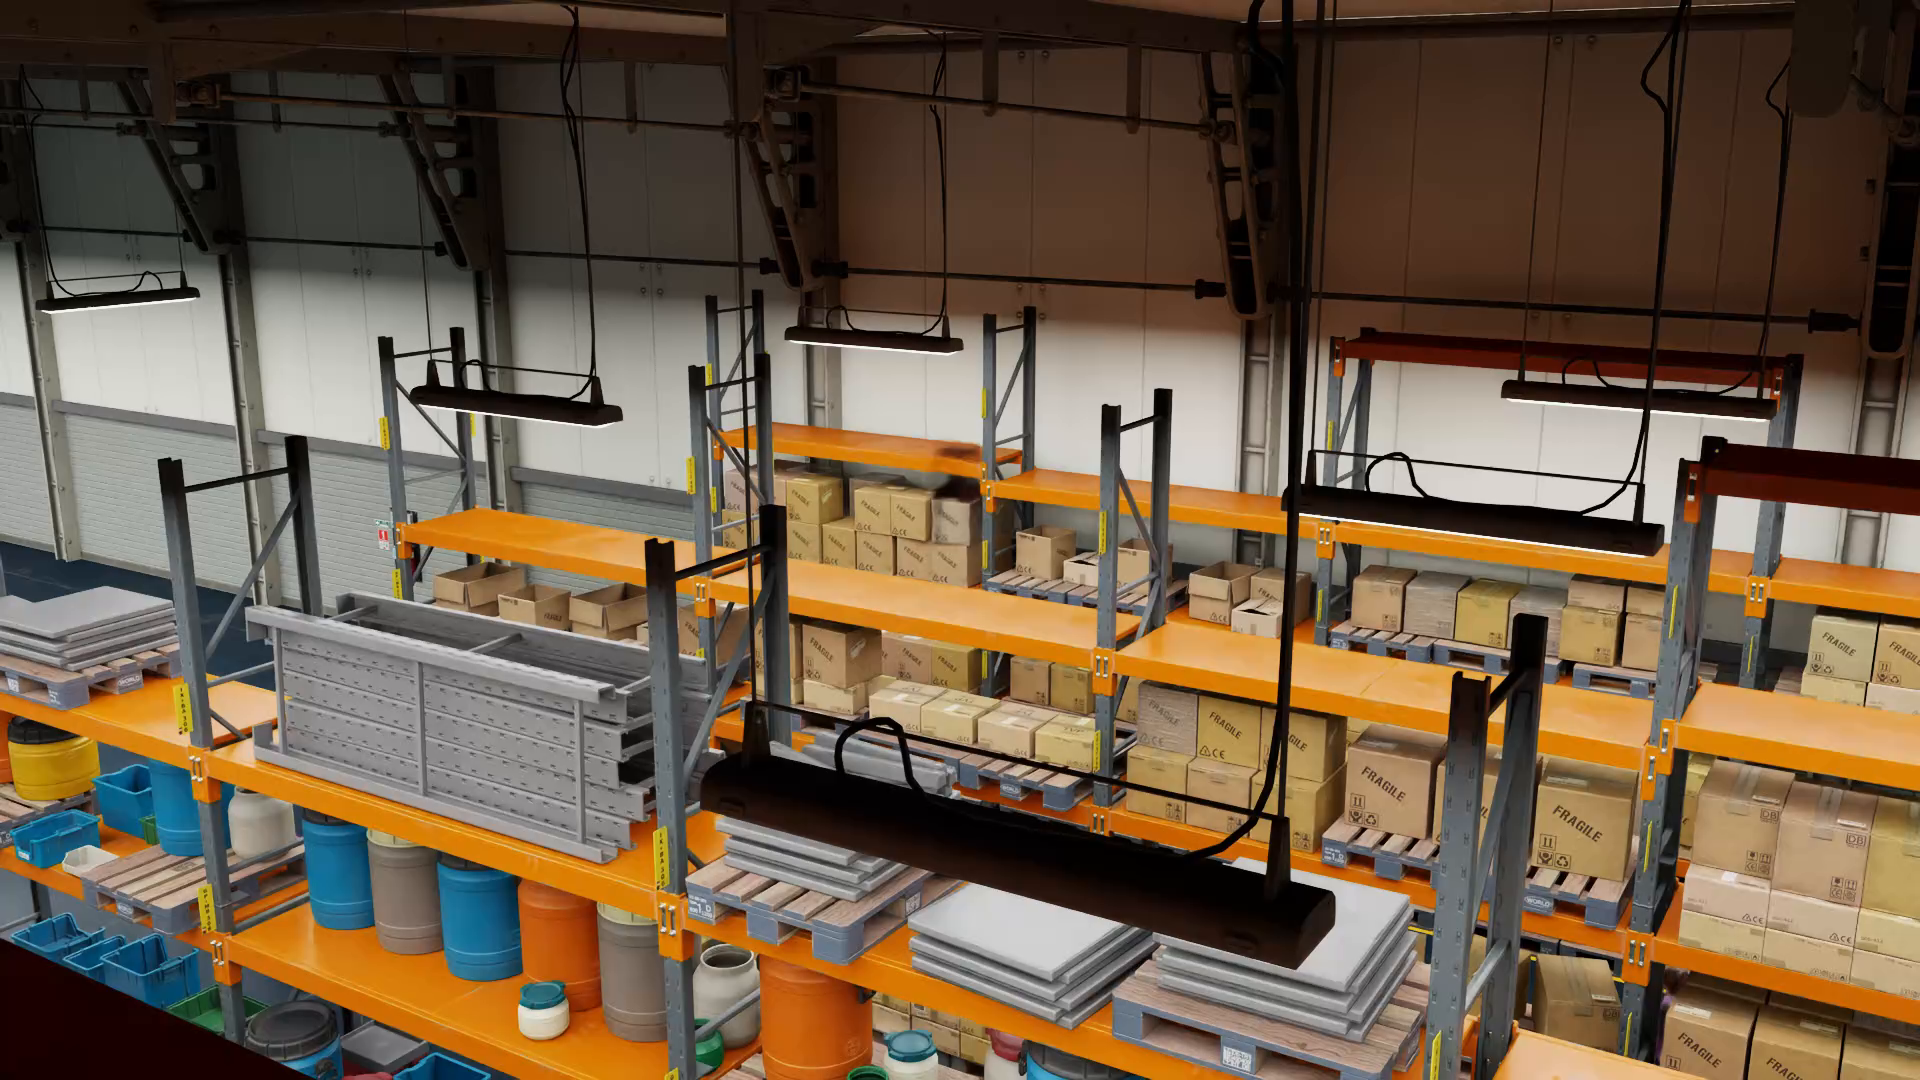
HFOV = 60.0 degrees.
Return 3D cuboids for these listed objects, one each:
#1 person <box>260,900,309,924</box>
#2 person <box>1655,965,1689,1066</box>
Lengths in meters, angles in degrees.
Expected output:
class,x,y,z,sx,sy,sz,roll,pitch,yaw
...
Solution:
class,x,y,z,sx,sy,sz,roll,pitch,yaw
person,-6.627,3.316,16.139,0.673,1.759,0.501,-1,14,-6
person,5.686,4.114,13.329,0.823,1.554,0.468,8,16,30
